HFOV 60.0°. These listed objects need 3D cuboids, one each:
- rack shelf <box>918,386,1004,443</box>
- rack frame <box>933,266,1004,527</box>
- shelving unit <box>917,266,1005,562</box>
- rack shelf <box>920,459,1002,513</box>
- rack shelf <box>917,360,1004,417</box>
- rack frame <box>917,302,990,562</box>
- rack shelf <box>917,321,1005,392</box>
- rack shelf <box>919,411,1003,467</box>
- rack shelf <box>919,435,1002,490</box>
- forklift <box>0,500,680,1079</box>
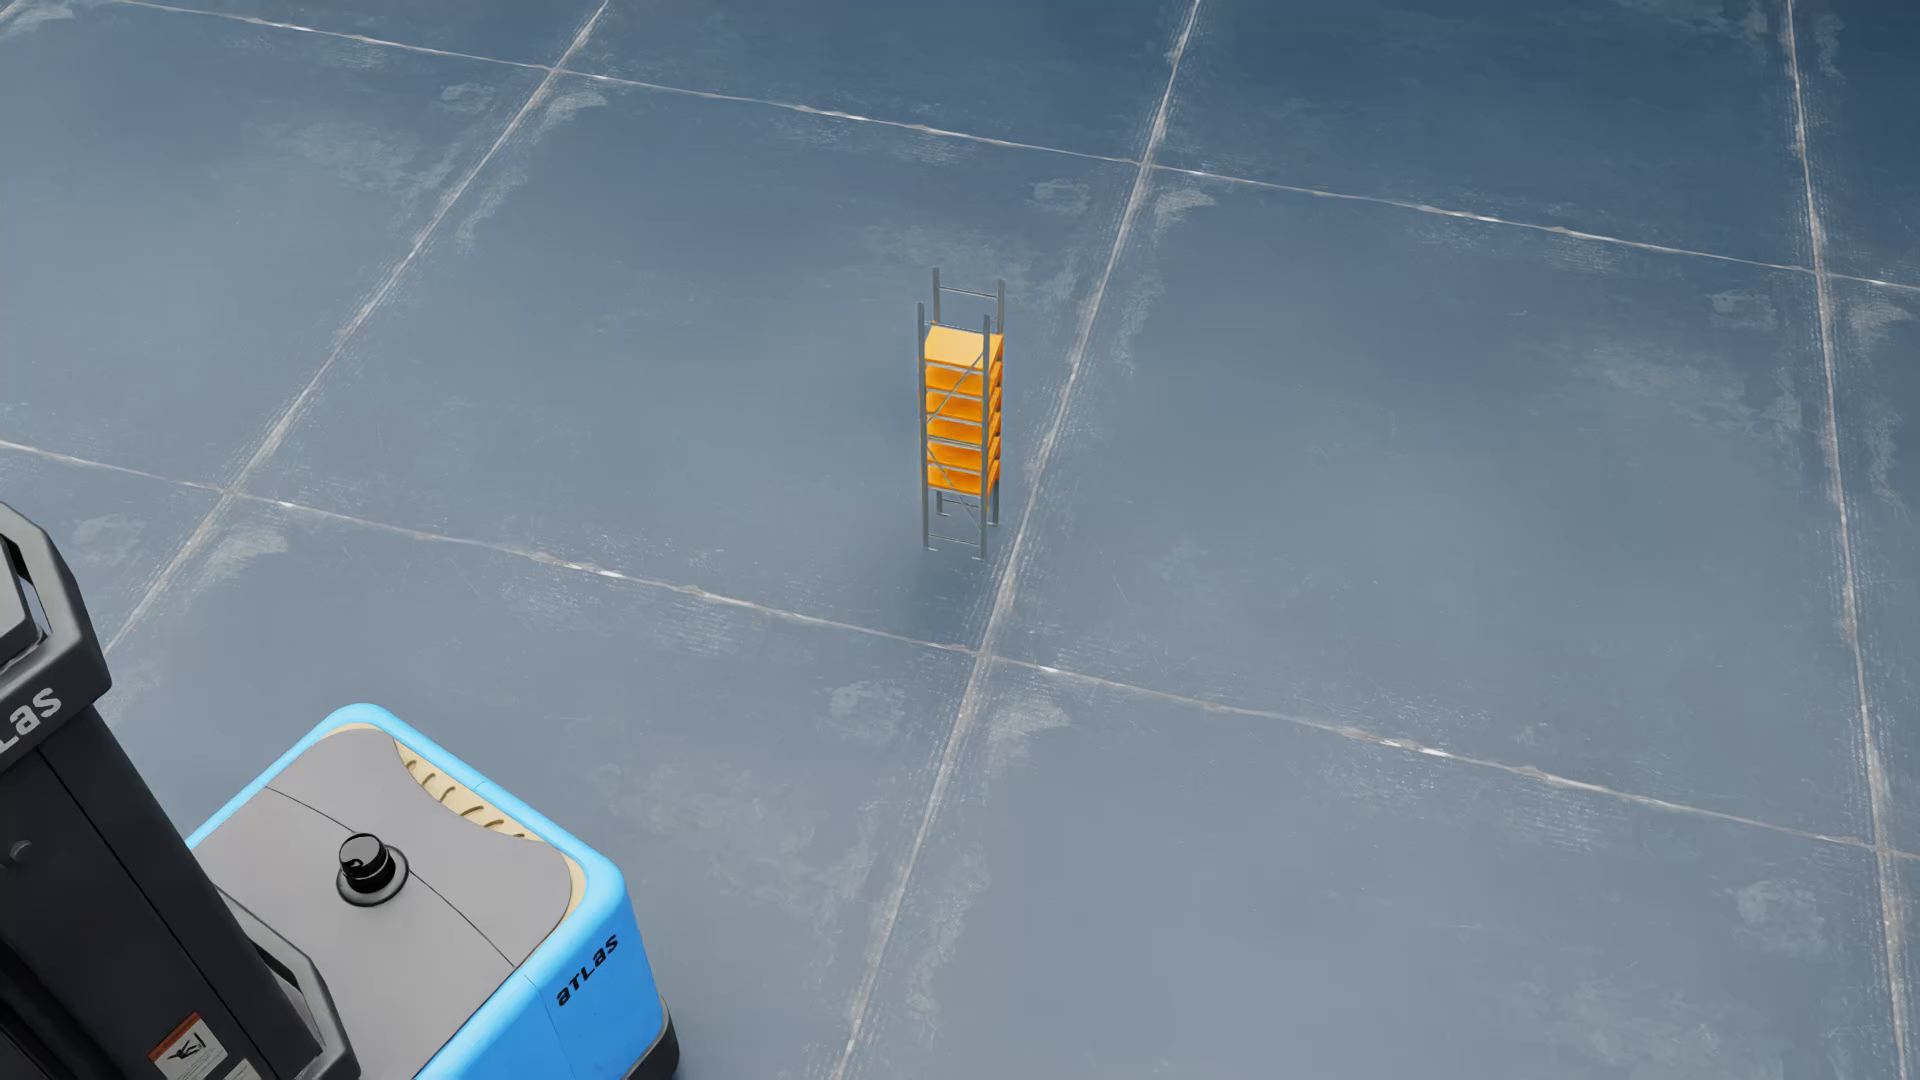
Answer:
[{"bbox_3d":[0.004,-0.457,5.753,0.258,0.103,0.180,12,50,10],"label":"rack shelf"},{"bbox_3d":[0.028,-0.474,5.868,0.240,1.200,0.006,12,50,10],"label":"rack frame"},{"bbox_3d":[0.004,-0.407,5.809,0.258,1.200,0.189,12,50,10],"label":"shelving unit"},{"bbox_3d":[0.004,-0.219,6.023,0.258,0.103,0.180,12,50,10],"label":"rack shelf"},{"bbox_3d":[0.004,-0.537,5.663,0.258,0.103,0.180,12,50,10],"label":"rack shelf"},{"bbox_3d":[-0.020,-0.341,5.751,0.240,1.200,0.006,12,50,10],"label":"rack frame"},{"bbox_3d":[0.004,-0.616,5.573,0.258,0.103,0.180,12,50,10],"label":"rack shelf"},{"bbox_3d":[0.004,-0.378,5.843,0.258,0.103,0.180,12,50,10],"label":"rack shelf"},{"bbox_3d":[0.004,-0.299,5.933,0.258,0.103,0.180,12,50,10],"label":"rack shelf"},{"bbox_3d":[-2.066,1.268,3.176,1.130,2.935,3.031,27,54,22],"label":"forklift"}]
